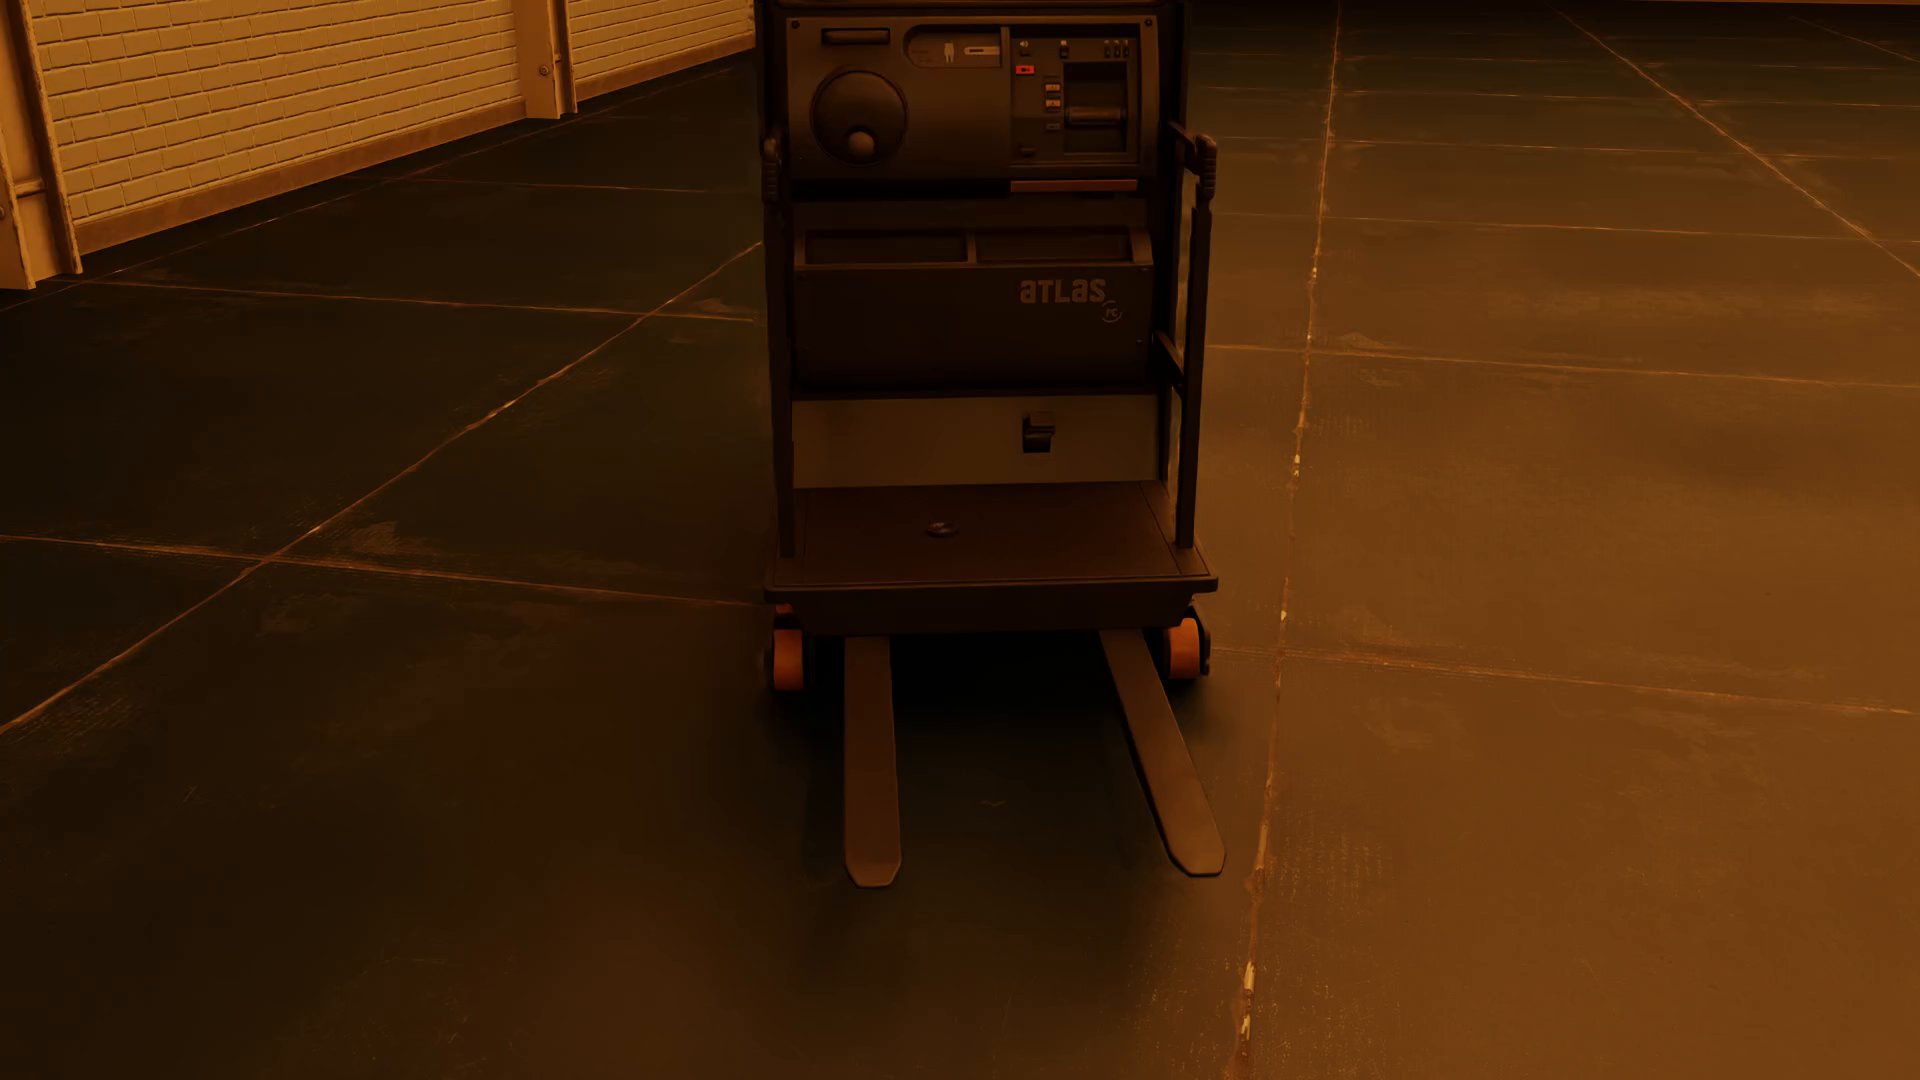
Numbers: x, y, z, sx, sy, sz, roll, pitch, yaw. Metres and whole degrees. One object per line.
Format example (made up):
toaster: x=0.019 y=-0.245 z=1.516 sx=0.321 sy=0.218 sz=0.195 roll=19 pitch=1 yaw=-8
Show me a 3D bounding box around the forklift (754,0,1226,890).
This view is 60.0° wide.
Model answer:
forklift: x=0.049 y=-1.100 z=3.964 sx=1.130 sy=2.935 sz=3.031 roll=-1 pitch=22 yaw=-3
